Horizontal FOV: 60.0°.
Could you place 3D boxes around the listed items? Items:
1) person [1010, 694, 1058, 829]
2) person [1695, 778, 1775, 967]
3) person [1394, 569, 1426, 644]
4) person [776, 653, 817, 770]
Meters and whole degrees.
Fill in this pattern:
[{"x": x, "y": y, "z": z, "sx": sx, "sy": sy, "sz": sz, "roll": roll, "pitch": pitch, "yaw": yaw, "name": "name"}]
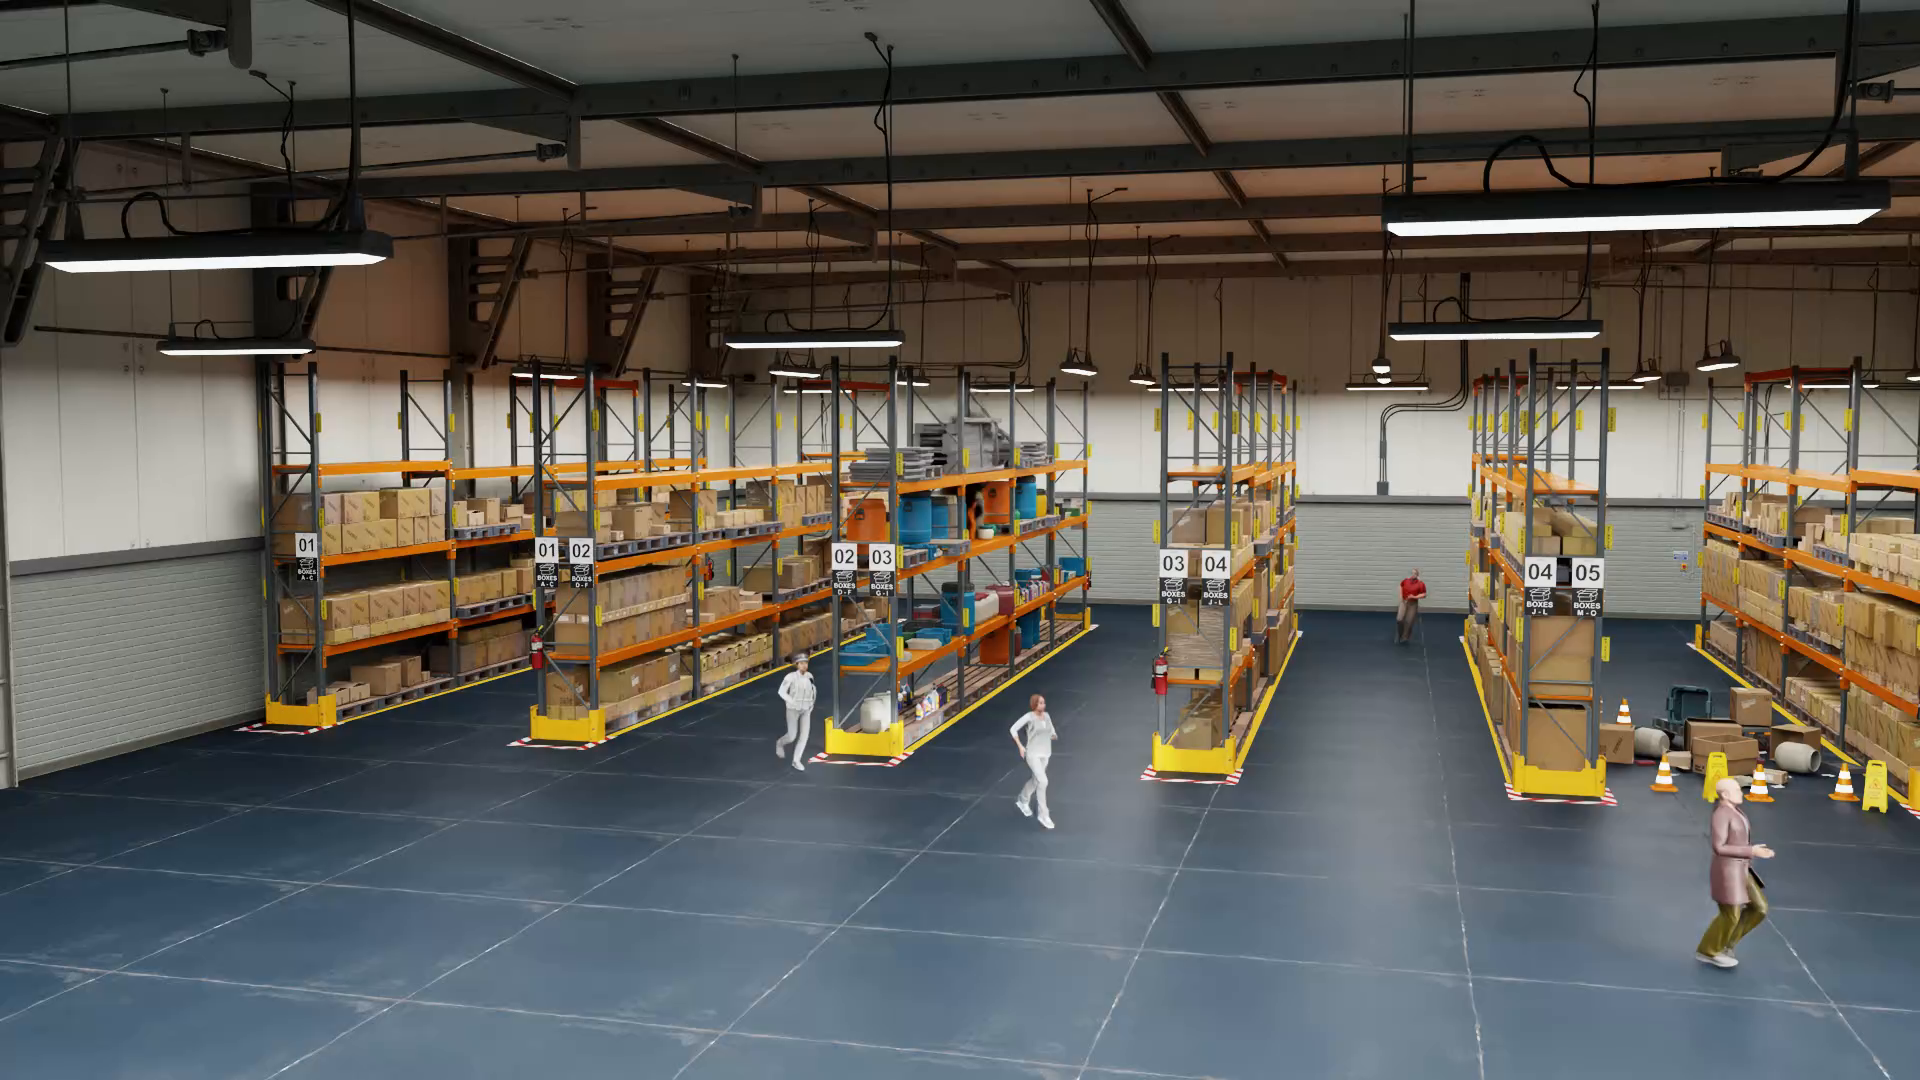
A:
[{"x": 0.951, "y": 2.727, "z": 20.784, "sx": 0.517, "sy": 1.632, "sz": 0.747, "roll": -4, "pitch": 5, "yaw": -43, "name": "person"}, {"x": 7.096, "y": 3.059, "z": 15.175, "sx": 0.681, "sy": 1.768, "sz": 0.693, "roll": 4, "pitch": 5, "yaw": 42, "name": "person"}, {"x": 10.219, "y": 1.521, "z": 37.696, "sx": 0.706, "sy": 1.745, "sz": 0.647, "roll": 2, "pitch": 5, "yaw": 28, "name": "person"}, {"x": -2.365, "y": 2.476, "z": 24.291, "sx": 0.632, "sy": 1.675, "sz": 0.697, "roll": -2, "pitch": 5, "yaw": -30, "name": "person"}]
